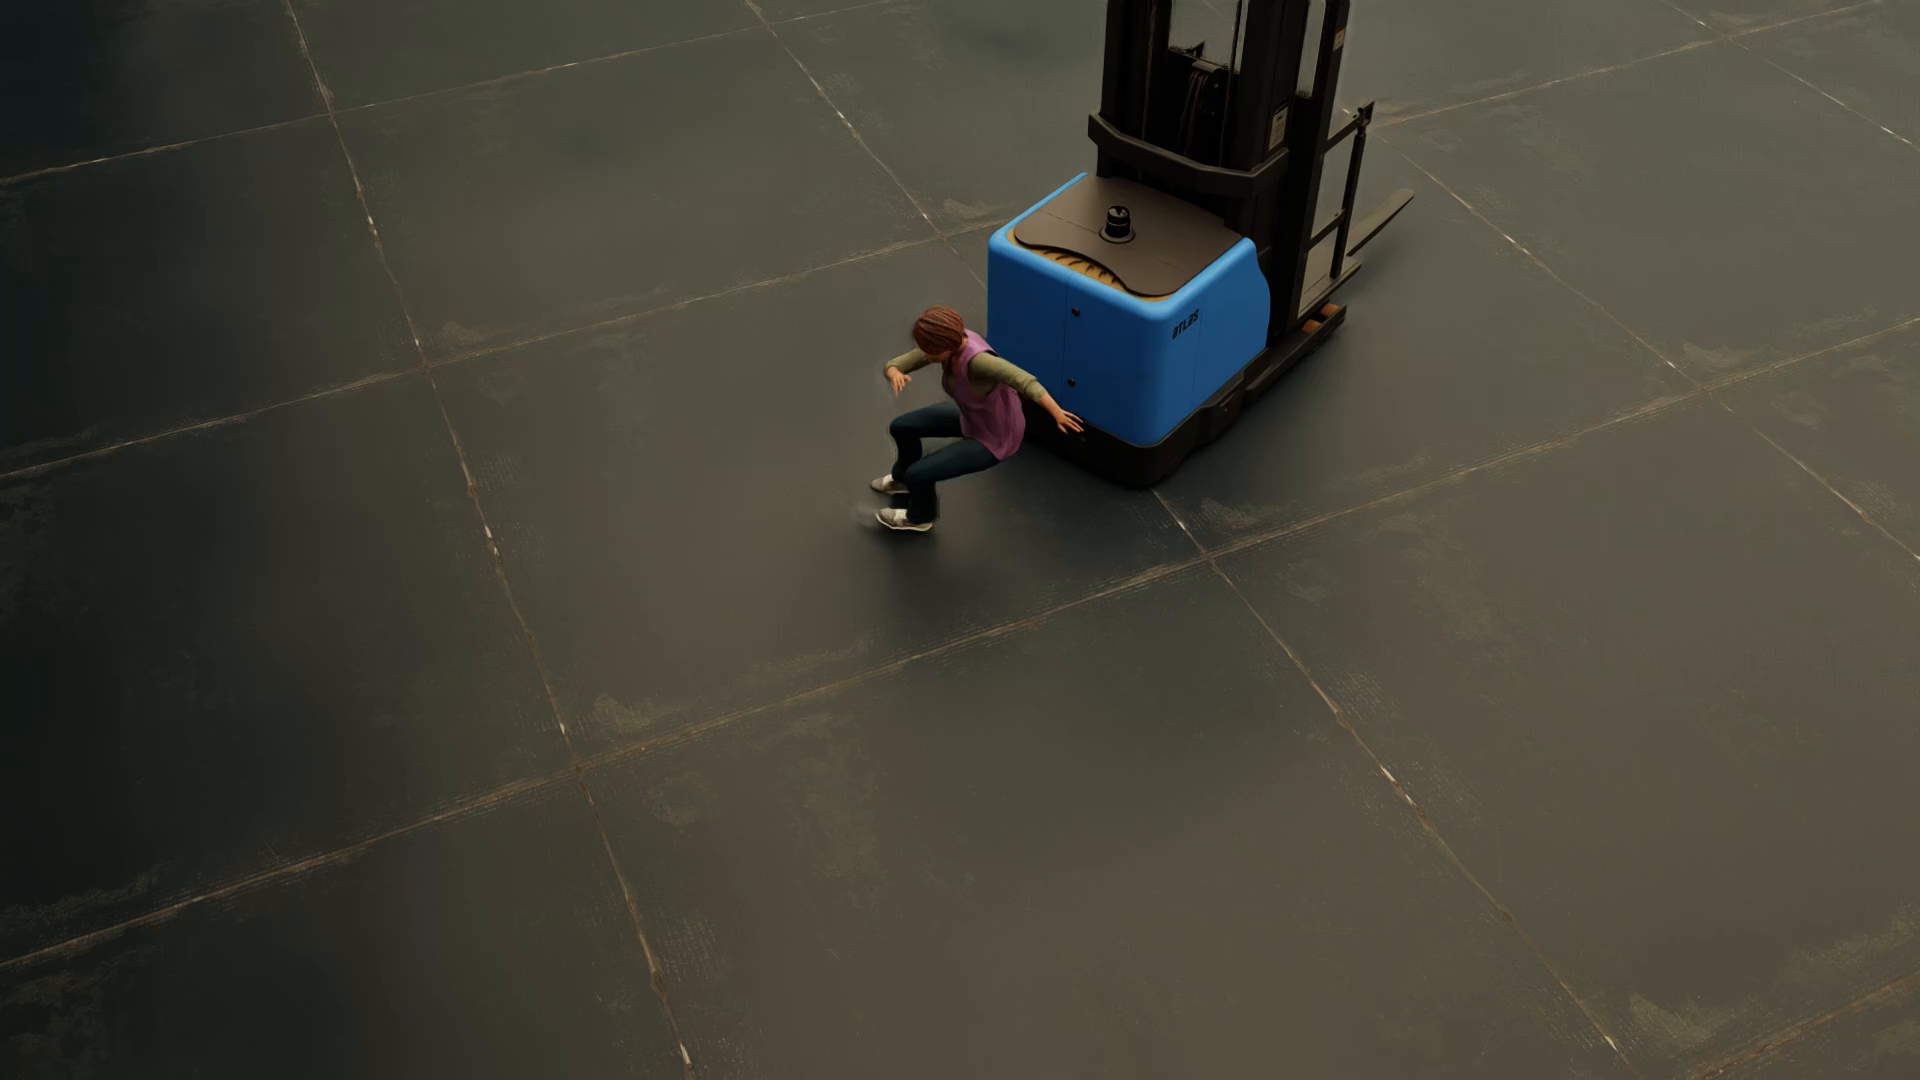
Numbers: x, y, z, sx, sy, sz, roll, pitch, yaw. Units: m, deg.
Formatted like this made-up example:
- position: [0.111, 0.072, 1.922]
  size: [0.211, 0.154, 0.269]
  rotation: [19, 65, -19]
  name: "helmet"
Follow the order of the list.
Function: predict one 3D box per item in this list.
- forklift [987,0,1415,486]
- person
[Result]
- position: [1.434, -2.278, 8.121]
  size: [1.130, 2.935, 3.031]
  rotation: [29, 50, 27]
  name: "forklift"
- position: [0.014, -0.412, 7.364]
  size: [0.639, 1.282, 1.223]
  rotation: [-17, 46, -17]
  name: "person"
